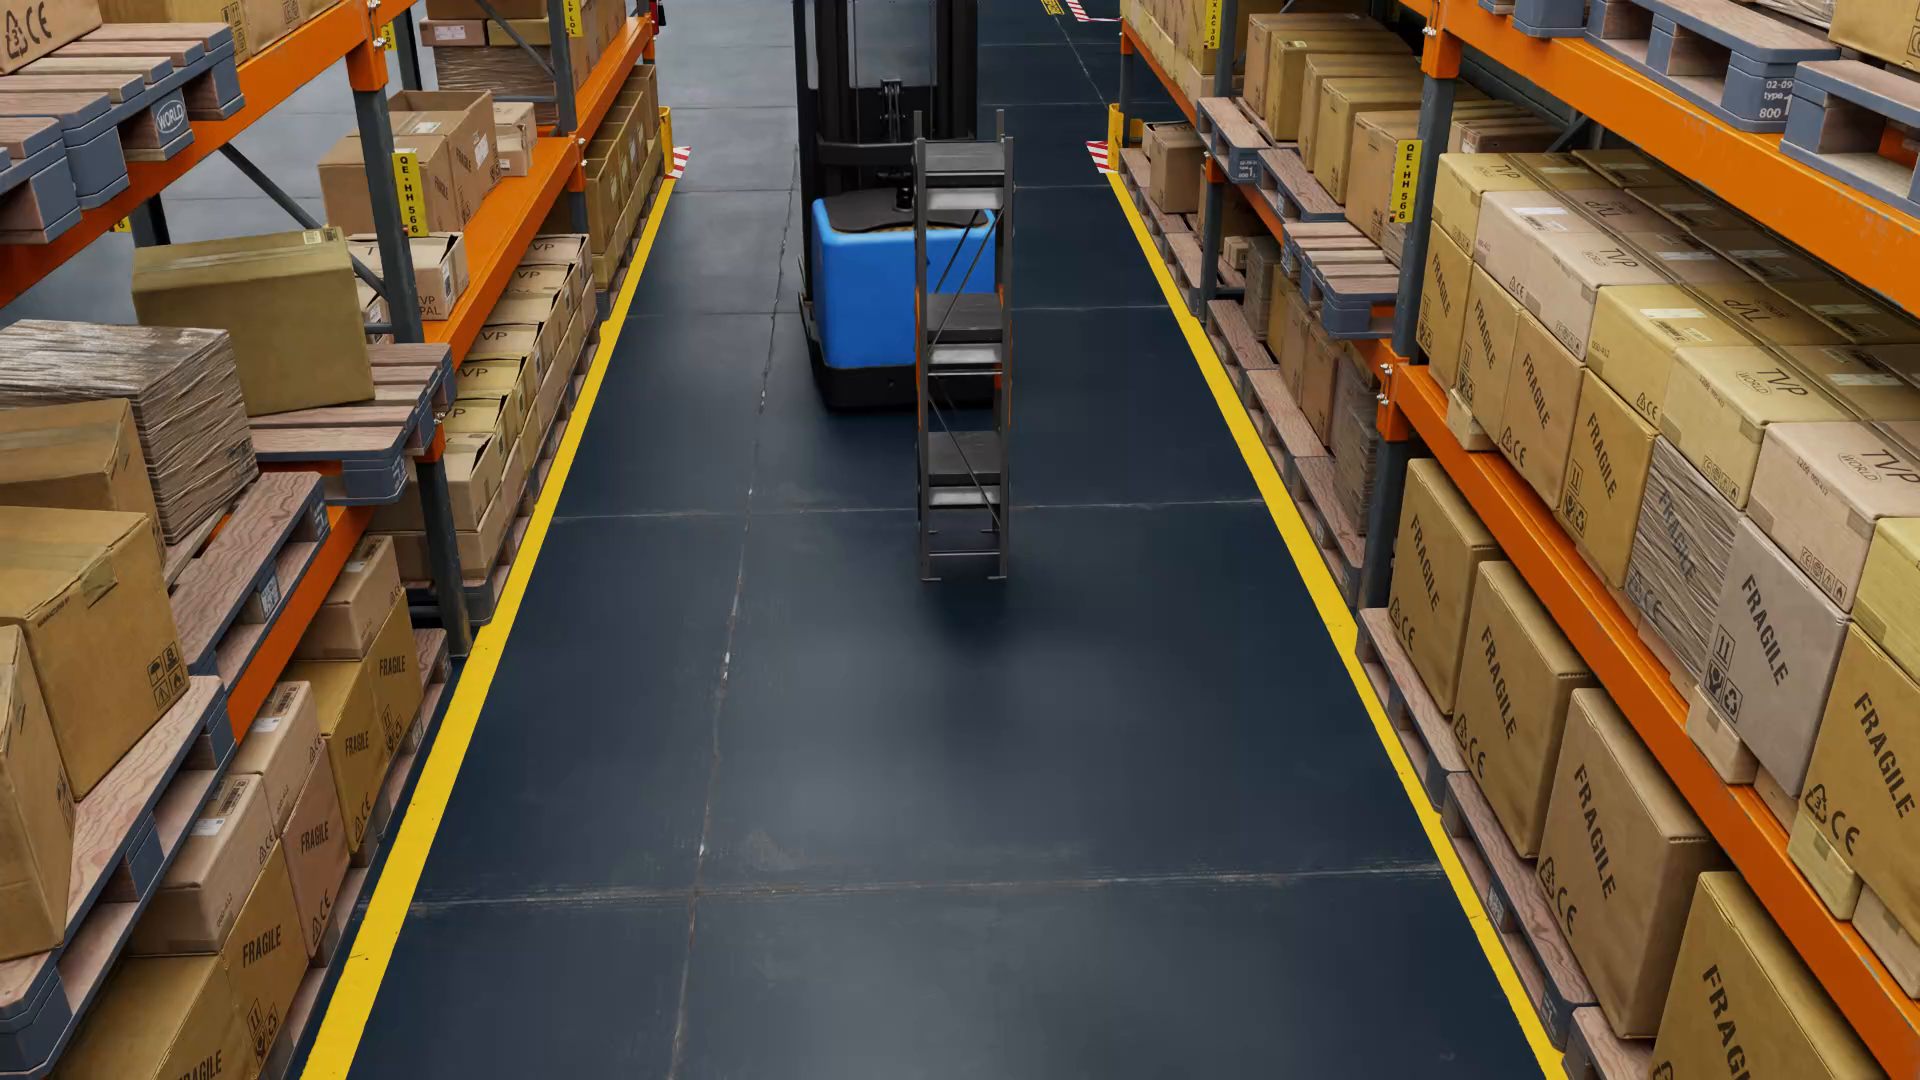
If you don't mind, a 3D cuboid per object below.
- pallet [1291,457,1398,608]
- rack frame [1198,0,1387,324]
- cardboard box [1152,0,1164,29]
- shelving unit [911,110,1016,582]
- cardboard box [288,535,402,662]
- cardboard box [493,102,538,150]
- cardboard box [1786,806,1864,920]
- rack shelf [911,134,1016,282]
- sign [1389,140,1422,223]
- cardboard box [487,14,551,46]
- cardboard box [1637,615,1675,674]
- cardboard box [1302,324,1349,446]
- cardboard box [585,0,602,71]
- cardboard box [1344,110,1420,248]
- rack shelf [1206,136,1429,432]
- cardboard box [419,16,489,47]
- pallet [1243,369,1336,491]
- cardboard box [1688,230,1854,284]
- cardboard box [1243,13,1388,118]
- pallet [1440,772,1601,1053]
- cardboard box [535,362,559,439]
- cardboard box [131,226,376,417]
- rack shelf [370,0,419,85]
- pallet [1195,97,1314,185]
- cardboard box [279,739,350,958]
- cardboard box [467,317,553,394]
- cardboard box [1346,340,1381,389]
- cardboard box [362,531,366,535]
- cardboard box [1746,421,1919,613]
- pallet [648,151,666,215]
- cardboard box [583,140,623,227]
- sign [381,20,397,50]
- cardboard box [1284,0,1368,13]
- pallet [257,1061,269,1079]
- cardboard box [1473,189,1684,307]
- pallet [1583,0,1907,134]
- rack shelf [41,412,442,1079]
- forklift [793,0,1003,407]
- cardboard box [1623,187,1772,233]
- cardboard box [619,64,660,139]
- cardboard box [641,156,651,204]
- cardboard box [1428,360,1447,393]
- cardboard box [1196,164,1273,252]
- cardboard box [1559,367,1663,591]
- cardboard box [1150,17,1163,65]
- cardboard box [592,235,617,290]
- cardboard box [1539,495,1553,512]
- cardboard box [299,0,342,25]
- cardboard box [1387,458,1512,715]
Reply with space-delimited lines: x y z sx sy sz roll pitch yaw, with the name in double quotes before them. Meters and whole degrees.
"pallet" 2.257 -0.072 8.159 1.003 0.211 1.213 -1 28 -3
"rack frame" 2.087 -2.794 10.364 1.000 3.000 0.127 -1 28 -3
"cardboard box" 1.678 -3.983 11.974 0.500 0.500 0.500 -1 28 -1
"shelving unit" 0.009 -0.855 7.618 0.431 2.100 0.503 -1 28 -3
"cardboard box" -2.360 0.207 6.026 0.500 0.250 0.500 0 28 -1
"cardboard box" -2.790 -2.380 9.732 0.500 0.250 0.500 0 28 1
"cardboard box" 2.168 0.737 3.843 0.380 0.149 0.250 -1 28 -2
"rack shelf" 0.009 -1.463 7.300 0.431 0.518 0.480 -1 28 -3
"sign" 1.755 -1.408 6.540 0.100 0.325 0.005 -1 28 -3
"cardboard box" -2.680 -3.134 10.205 0.380 0.149 0.250 -1 28 -3
"cardboard box" 2.182 0.266 4.747 0.380 0.149 0.250 -2 28 -4
"cardboard box" 2.241 -0.835 8.834 0.700 0.500 0.500 -2 28 -3
"cardboard box" -2.973 -3.634 11.866 0.700 0.500 0.500 -1 28 -1
"cardboard box" 2.205 -1.661 7.607 0.700 0.500 0.500 -4 28 -7
"rack shelf" 2.192 -1.552 8.760 1.077 0.370 4.000 -1 28 -3
"cardboard box" -3.088 -3.125 10.189 0.380 0.149 0.250 -1 28 -3
"pallet" 2.196 -0.634 9.237 1.003 0.211 1.213 -1 28 -3
"cardboard box" 2.626 -0.785 5.250 0.500 0.250 0.500 -2 28 -4
"cardboard box" 2.080 -2.798 9.787 0.700 0.500 0.500 -1 28 -2
"pallet" 2.323 1.217 5.688 1.003 0.211 1.213 -1 28 -3
"cardboard box" -2.472 -0.751 8.965 0.500 0.250 0.500 -1 28 -2
"cardboard box" -2.505 -0.768 5.917 0.700 0.500 0.500 -11 29 -20
"rack shelf" -2.755 -2.760 7.833 1.077 0.370 4.000 -1 28 -3
"pallet" 1.982 -2.353 9.725 1.003 0.211 1.213 -1 28 -3
"cardboard box" -2.307 0.995 5.326 0.500 0.500 0.500 -2 28 -5
"cardboard box" -2.472 -1.006 8.848 0.500 0.311 0.500 -2 28 -3
"cardboard box" 2.239 -0.962 8.268 0.500 0.250 0.500 -1 28 -2
"cardboard box" -2.922 -0.030 7.583 0.500 0.250 0.500 -1 28 -1
"cardboard box" 2.208 -0.063 3.866 0.500 0.250 0.500 -1 28 -2
"pallet" -2.987 -2.932 13.643 1.003 0.211 1.213 -1 28 -3
"cardboard box" -2.605 -2.425 11.364 0.500 0.500 0.500 -1 28 -3
"sign" -3.414 -3.078 9.886 0.100 0.325 0.005 -1 28 -3
"cardboard box" 2.271 -3.291 10.647 0.500 0.500 0.500 -2 28 -4
"pallet" -2.522 1.883 4.411 1.003 0.211 1.213 -1 28 -3
"cardboard box" 2.091 -1.001 5.663 0.500 0.250 0.500 -2 28 -3
"pallet" 2.444 -1.381 4.615 1.003 0.211 1.213 0 28 0
"rack shelf" -2.546 0.417 4.985 1.077 0.370 4.000 -1 28 -3
"forklift" -0.477 -2.719 10.294 1.130 2.935 3.031 -4 28 -8
"cardboard box" 2.602 -1.022 5.704 0.500 0.250 0.500 -2 28 -4
"cardboard box" -2.743 -3.579 13.578 0.500 0.500 0.500 -1 28 -3
"cardboard box" -2.679 -2.785 12.866 0.500 0.250 0.500 -1 28 -3
"cardboard box" 2.082 -0.687 6.574 0.380 0.149 0.250 -2 28 -3
"cardboard box" 1.993 -2.360 11.758 0.500 0.500 0.500 -3 28 -7
"cardboard box" 2.144 -0.190 4.920 0.500 0.500 0.500 -1 28 -1
"cardboard box" 1.673 -3.643 12.131 0.500 0.250 0.500 -1 28 -2
"cardboard box" -2.581 -1.862 11.095 0.500 0.250 0.500 -1 28 -3
"cardboard box" 2.174 -0.213 5.665 0.380 0.149 0.250 -1 28 -2
"cardboard box" -2.594 -2.000 5.488 0.910 0.500 0.500 -1 28 -3
"cardboard box" 2.203 0.163 6.565 0.750 0.750 0.750 -2 28 -3
